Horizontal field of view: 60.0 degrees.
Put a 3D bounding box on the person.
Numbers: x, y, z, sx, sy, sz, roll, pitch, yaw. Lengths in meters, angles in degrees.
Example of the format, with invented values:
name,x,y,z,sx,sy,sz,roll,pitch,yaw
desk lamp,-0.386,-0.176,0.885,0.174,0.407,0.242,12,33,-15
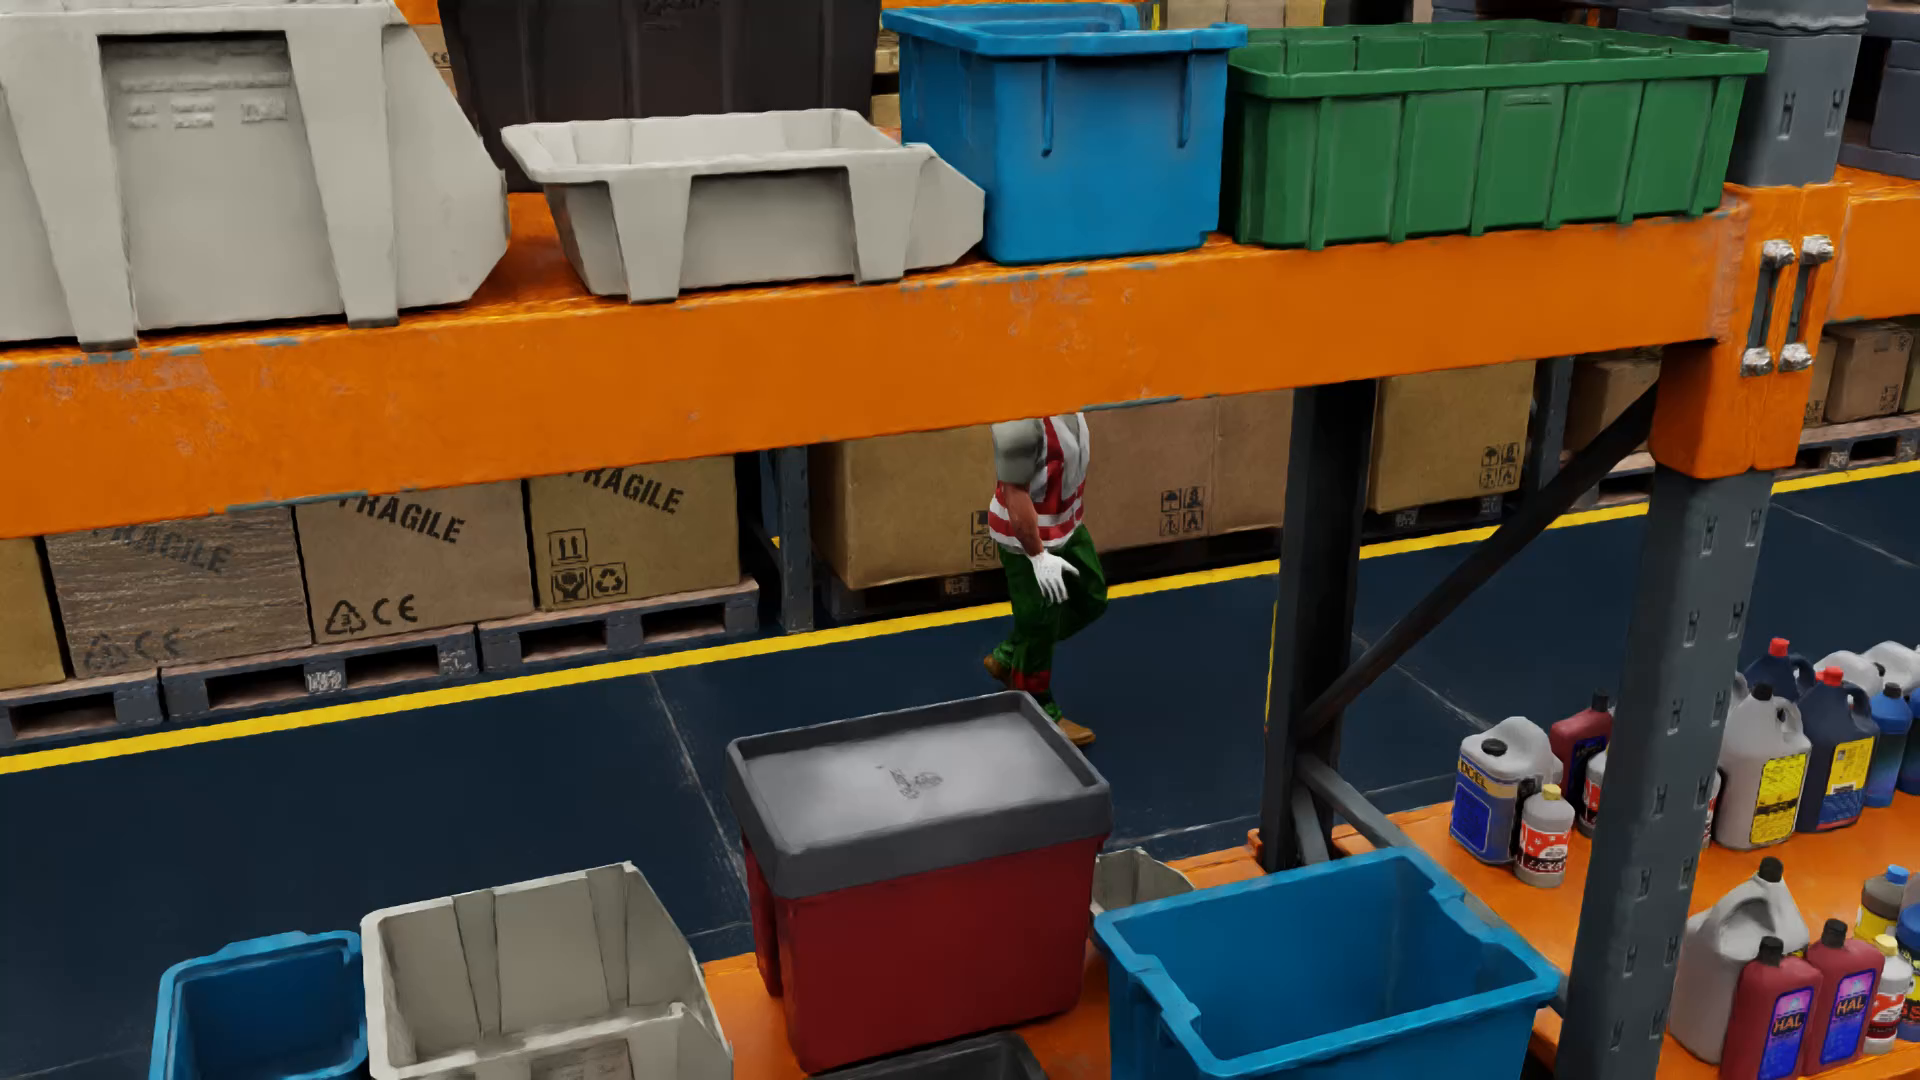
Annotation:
name,x,y,z,sx,sy,sz,roll,pitch,yaw
person,0.259,-0.020,6.115,0.497,1.765,0.613,9,24,20
